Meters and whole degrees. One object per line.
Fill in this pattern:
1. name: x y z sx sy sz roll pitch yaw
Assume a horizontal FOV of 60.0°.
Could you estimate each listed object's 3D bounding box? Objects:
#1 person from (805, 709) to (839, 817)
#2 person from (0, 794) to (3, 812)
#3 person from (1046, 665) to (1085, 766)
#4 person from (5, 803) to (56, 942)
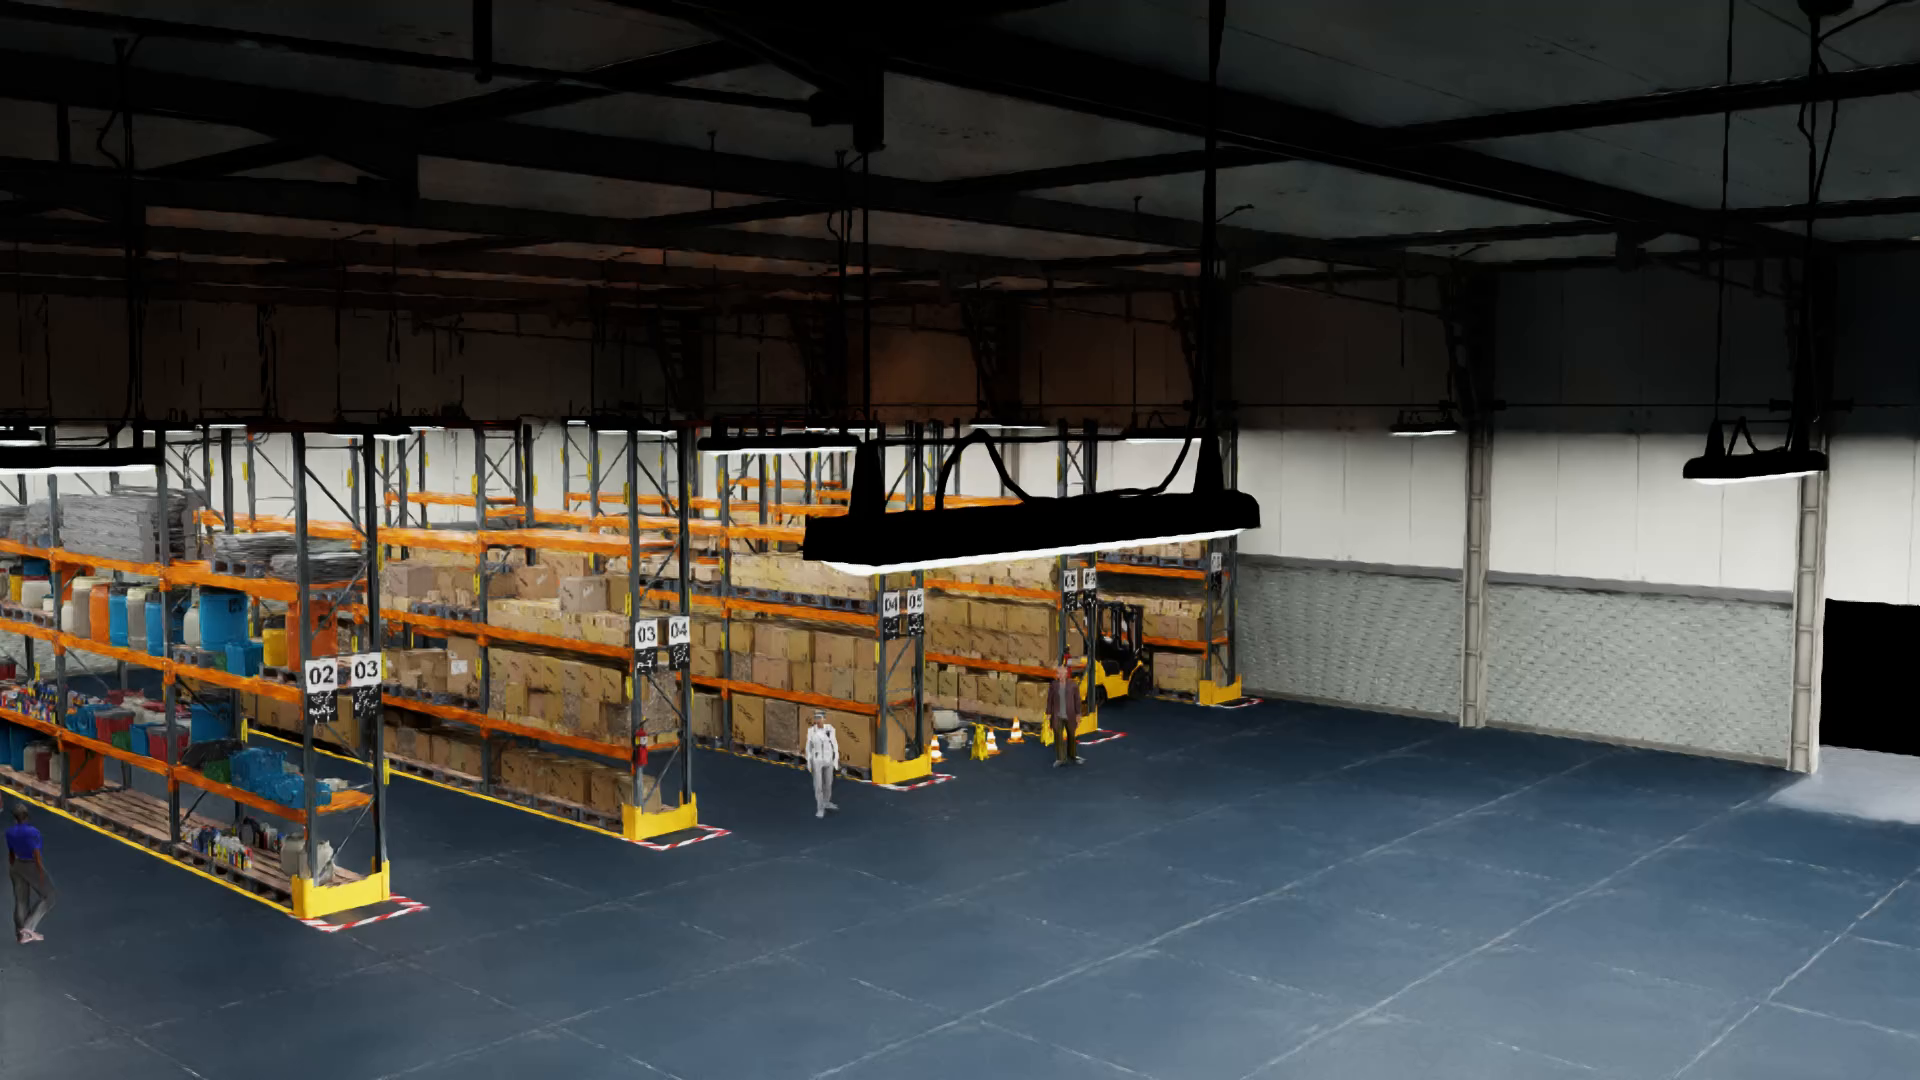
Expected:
1. person: -2.135 3.405 25.734 0.514 1.664 0.544 -1 5 -11
2. person: -15.117 3.383 25.726 0.544 1.671 0.524 -2 5 -18
3. person: 1.846 3.077 29.219 0.689 1.750 0.587 1 5 13
4. person: -10.961 3.955 19.524 0.501 1.564 0.422 1 5 14
